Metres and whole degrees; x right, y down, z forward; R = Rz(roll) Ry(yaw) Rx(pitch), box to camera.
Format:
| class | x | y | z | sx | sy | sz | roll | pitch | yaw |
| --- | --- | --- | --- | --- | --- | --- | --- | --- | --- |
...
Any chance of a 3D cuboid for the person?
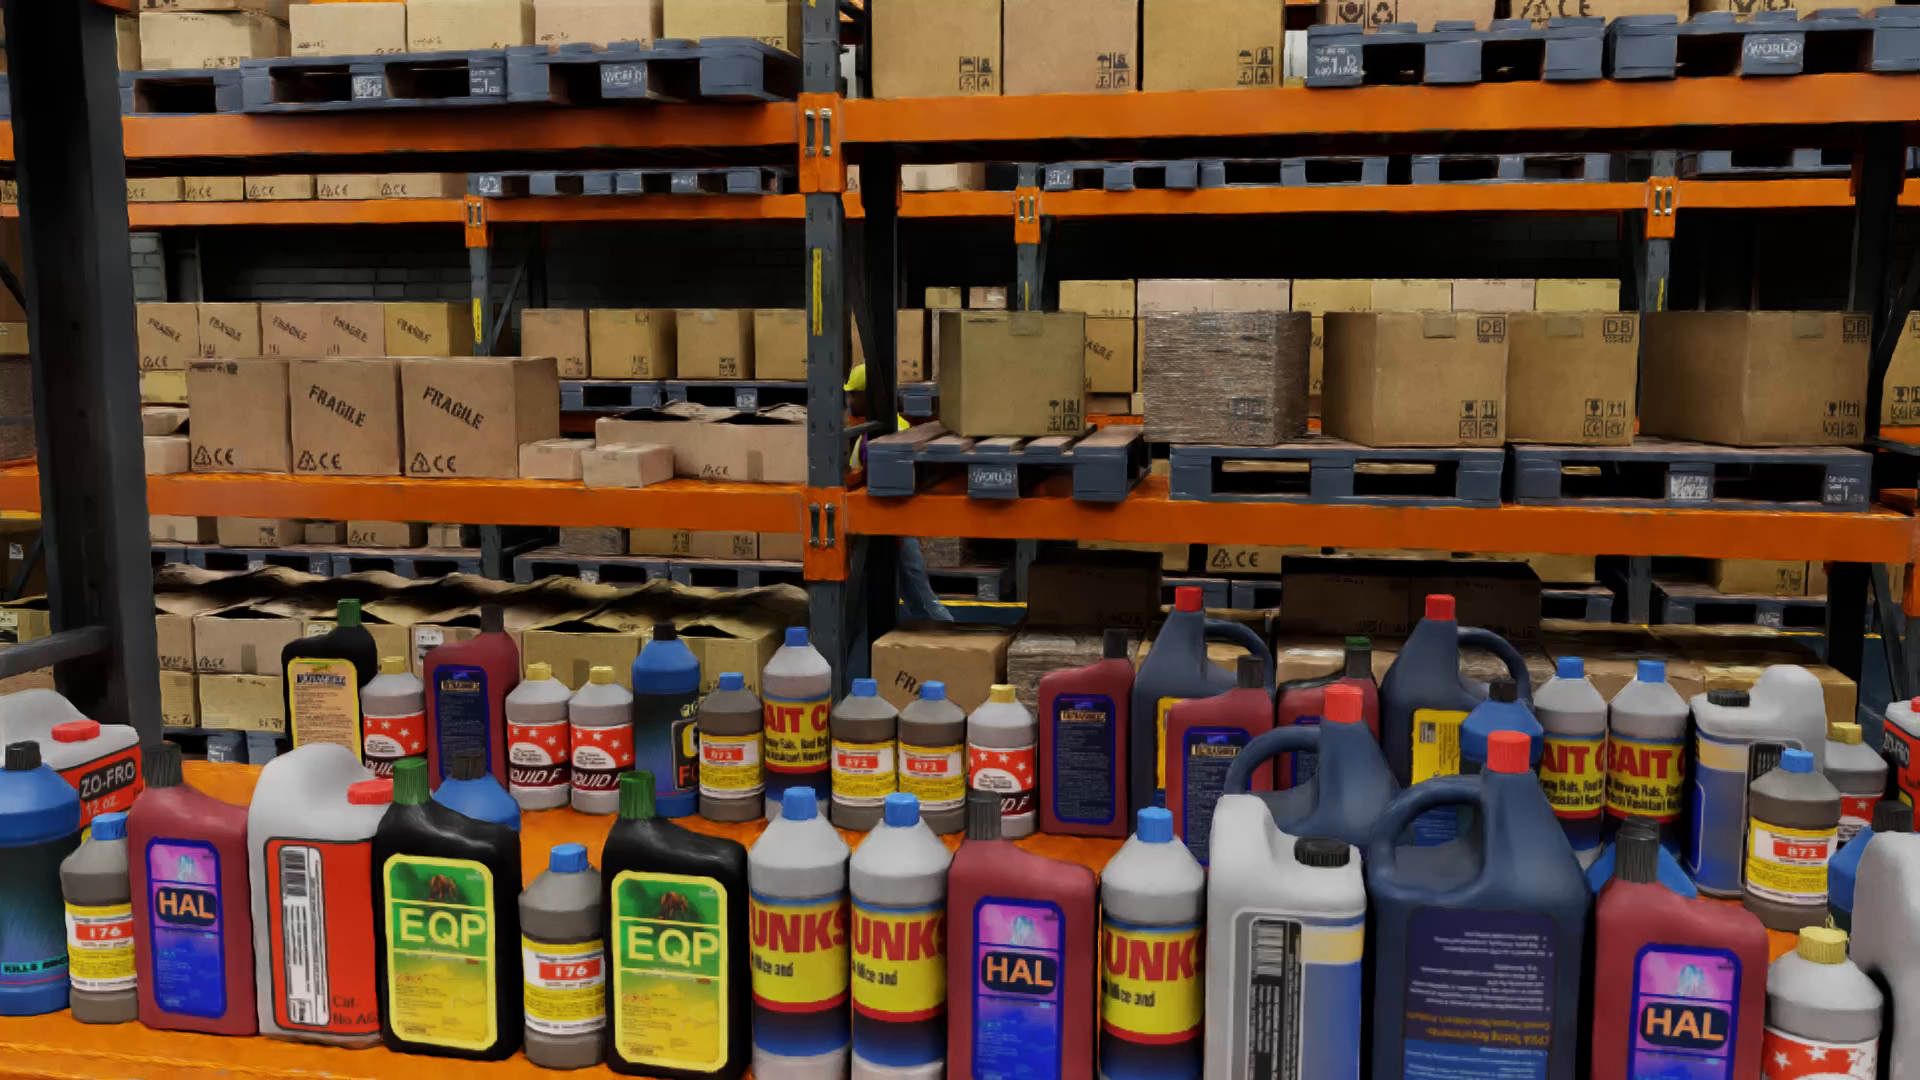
| class | x | y | z | sx | sy | sz | roll | pitch | yaw |
| --- | --- | --- | --- | --- | --- | --- | --- | --- | --- |
| person | -0.440 | -0.076 | 8.761 | 1.041 | 1.707 | 0.584 | 0 | 8 | 0 |
